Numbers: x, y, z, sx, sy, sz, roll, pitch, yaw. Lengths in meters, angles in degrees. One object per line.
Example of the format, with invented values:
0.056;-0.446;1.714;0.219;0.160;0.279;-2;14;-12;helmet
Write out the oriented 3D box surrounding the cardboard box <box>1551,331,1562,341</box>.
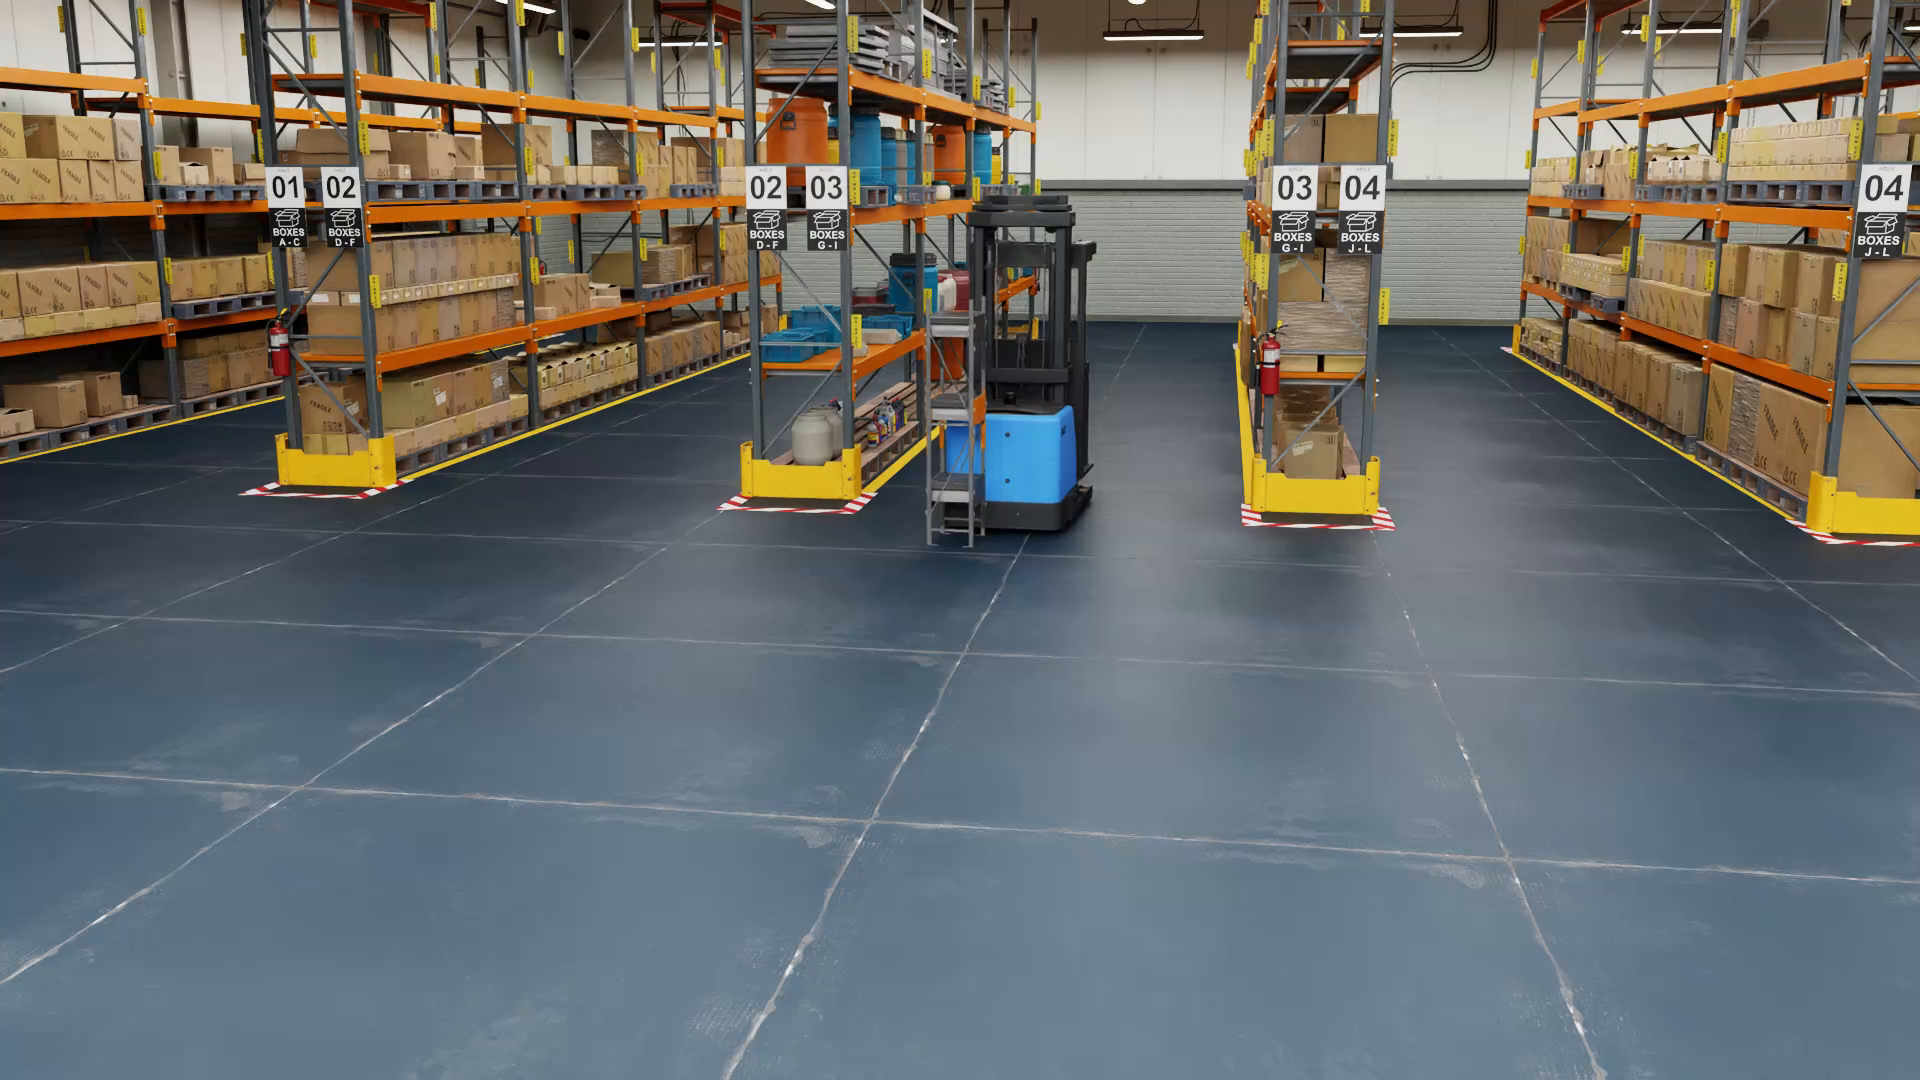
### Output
9.910;-3.347;27.260;0.380;0.149;0.250;2;12;8;cardboard box

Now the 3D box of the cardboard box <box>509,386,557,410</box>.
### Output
-5.515;-1.830;21.396;0.500;0.250;0.500;2;12;7;cardboard box

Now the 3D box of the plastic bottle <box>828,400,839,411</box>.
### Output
-1.491;-1.458;19.383;0.144;0.351;0.185;1;12;6;plastic bottle

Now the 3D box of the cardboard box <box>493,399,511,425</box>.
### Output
-5.764;-1.547;20.082;0.500;0.250;0.500;2;12;9;cardboard box

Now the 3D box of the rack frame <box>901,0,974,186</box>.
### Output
-0.313;-6.497;23.282;1.000;3.000;0.127;2;12;9;rack frame

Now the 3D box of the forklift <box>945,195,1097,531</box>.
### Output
0.680;-1.775;15.770;1.130;2.935;3.031;3;12;12;forklift

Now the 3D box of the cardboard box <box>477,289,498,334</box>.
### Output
-5.959;-2.740;19.848;0.700;0.500;0.500;2;12;8;cardboard box

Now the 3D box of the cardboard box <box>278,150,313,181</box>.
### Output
-10.086;-5.717;25.499;0.700;0.500;0.500;1;12;4;cardboard box

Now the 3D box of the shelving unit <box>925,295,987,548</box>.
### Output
-0.032;-1.017;14.231;0.431;2.100;0.503;3;12;12;shelving unit

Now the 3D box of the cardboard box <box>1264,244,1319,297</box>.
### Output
3.262;-2.649;16.347;0.500;0.500;0.500;2;12;9;cardboard box

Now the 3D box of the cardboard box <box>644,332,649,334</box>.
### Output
-5.215;-3.029;26.318;0.500;0.500;0.500;1;12;7;cardboard box

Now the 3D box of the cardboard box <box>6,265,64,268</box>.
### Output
-11.161;-3.054;20.072;0.500;0.500;0.500;2;12;10;cardboard box

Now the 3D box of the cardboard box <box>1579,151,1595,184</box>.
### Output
9.915;-5.700;25.469;0.700;0.500;0.500;2;12;9;cardboard box

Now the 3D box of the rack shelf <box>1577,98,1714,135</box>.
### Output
9.774;-6.024;23.744;1.077;0.370;4.000;2;12;9;rack shelf

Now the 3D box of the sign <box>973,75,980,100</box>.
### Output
0.232;-6.323;23.240;0.100;0.325;0.005;2;12;9;sign

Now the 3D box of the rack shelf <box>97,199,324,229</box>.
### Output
-10.410;-4.584;23.231;1.077;0.370;4.000;2;12;9;rack shelf

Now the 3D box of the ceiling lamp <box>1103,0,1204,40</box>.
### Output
3.819;-11.493;32.608;2.000;3.185;0.800;2;12;9;ceiling lamp

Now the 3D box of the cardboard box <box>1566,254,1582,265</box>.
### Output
9.530;-4.303;25.528;0.380;0.149;0.250;2;12;10;cardboard box

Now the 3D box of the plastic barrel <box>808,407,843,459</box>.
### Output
-1.441;-1.132;17.536;0.421;0.512;0.421;0;12;0;plastic barrel

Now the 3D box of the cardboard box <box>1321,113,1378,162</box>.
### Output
3.846;-3.944;16.425;0.500;0.500;0.500;2;12;8;cardboard box

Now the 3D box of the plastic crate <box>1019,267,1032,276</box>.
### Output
1.050;-5.201;31.280;0.616;0.435;0.499;2;12;9;plastic crate

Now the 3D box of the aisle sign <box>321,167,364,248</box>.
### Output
-6.145;-3.308;16.552;0.394;0.787;0.004;2;12;9;aisle sign

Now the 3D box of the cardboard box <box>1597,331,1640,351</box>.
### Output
9.379;-2.829;23.656;0.500;0.250;0.500;2;12;9;cardboard box

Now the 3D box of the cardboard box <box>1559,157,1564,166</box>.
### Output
10.012;-6.179;27.146;0.380;0.149;0.250;1;12;6;cardboard box

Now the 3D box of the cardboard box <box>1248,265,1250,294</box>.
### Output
4.878;-4.198;26.616;0.500;0.500;0.500;2;12;9;cardboard box

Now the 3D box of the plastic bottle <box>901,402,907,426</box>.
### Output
-0.676;-1.508;19.776;0.061;0.283;0.133;3;12;11;plastic bottle

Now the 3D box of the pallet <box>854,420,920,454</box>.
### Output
-1.073;-1.230;19.702;1.003;0.211;1.213;2;12;9;pallet

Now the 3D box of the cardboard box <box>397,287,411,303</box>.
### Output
-6.087;-2.608;17.699;0.380;0.149;0.250;2;12;9;cardboard box

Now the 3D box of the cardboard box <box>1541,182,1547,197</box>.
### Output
10.223;-5.978;28.351;0.500;0.250;0.500;1;12;7;cardboard box

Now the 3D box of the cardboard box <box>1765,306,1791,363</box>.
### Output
8.562;-2.049;16.523;0.875;0.550;0.500;2;12;9;cardboard box

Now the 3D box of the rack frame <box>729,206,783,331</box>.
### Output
-3.977;-5.391;32.390;1.000;3.000;0.127;2;12;9;rack frame

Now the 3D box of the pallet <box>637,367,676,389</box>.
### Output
-5.055;-2.517;25.672;1.003;0.211;1.213;2;12;9;pallet

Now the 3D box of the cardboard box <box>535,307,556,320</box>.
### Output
-5.484;-2.948;21.650;0.380;0.149;0.250;2;12;9;cardboard box

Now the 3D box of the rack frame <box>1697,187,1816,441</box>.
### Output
8.851;-2.390;18.462;1.000;3.000;0.127;2;12;9;rack frame

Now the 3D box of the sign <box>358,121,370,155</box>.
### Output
-5.890;-3.974;16.429;0.100;0.325;0.005;2;12;9;sign

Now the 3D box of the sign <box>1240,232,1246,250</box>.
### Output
5.264;-5.551;30.886;0.100;0.325;0.005;2;12;9;sign

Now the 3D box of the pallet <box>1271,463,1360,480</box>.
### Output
3.522;-0.560;16.589;1.003;0.211;1.213;2;12;9;pallet

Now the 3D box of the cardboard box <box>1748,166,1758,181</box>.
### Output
8.343;-3.765;17.084;0.380;0.149;0.250;2;12;8;cardboard box

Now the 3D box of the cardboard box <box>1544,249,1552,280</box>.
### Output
10.036;-4.571;27.639;0.500;0.500;0.500;2;12;8;cardboard box

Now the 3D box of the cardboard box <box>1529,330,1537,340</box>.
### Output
10.168;-3.585;29.073;0.380;0.149;0.250;2;12;10;cardboard box

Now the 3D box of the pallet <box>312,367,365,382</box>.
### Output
-9.907;-2.684;26.447;1.003;0.211;1.213;2;12;9;pallet

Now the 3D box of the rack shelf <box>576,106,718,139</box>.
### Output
-4.899;-6.528;26.080;1.077;0.370;4.000;2;12;9;rack shelf

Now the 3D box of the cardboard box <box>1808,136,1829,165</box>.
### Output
8.113;-3.565;15.210;0.500;0.250;0.500;2;12;9;cardboard box

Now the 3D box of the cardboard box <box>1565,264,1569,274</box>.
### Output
9.529;-4.162;25.579;0.380;0.149;0.250;2;12;8;cardboard box

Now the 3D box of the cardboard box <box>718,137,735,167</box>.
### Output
-4.338;-6.765;29.031;0.700;0.500;0.500;2;12;9;cardboard box

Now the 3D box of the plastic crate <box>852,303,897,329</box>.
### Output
-1.134;-2.597;19.570;0.767;0.338;0.504;2;12;9;plastic crate

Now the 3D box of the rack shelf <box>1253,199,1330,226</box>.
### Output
4.273;-4.103;20.997;1.077;0.370;4.000;2;12;9;rack shelf

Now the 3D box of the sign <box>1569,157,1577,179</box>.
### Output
9.544;-5.790;25.893;0.100;0.325;0.005;2;12;9;sign

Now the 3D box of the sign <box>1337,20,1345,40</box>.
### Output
5.119;-6.817;22.358;0.100;0.325;0.005;2;12;9;sign

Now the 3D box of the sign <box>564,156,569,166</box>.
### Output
-5.743;-5.463;24.375;0.100;0.325;0.005;2;12;9;sign

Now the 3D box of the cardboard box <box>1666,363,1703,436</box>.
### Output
8.858;-1.627;19.268;1.050;0.750;0.750;2;12;8;cardboard box

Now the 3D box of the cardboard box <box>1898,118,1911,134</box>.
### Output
8.680;-3.709;14.934;0.380;0.149;0.250;2;12;8;cardboard box

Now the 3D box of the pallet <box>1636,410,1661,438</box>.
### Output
9.081;-1.444;20.695;1.003;0.211;1.213;2;12;9;pallet

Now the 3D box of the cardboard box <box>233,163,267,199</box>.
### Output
-10.393;-5.145;23.836;0.797;0.503;0.637;4;13;17;cardboard box
